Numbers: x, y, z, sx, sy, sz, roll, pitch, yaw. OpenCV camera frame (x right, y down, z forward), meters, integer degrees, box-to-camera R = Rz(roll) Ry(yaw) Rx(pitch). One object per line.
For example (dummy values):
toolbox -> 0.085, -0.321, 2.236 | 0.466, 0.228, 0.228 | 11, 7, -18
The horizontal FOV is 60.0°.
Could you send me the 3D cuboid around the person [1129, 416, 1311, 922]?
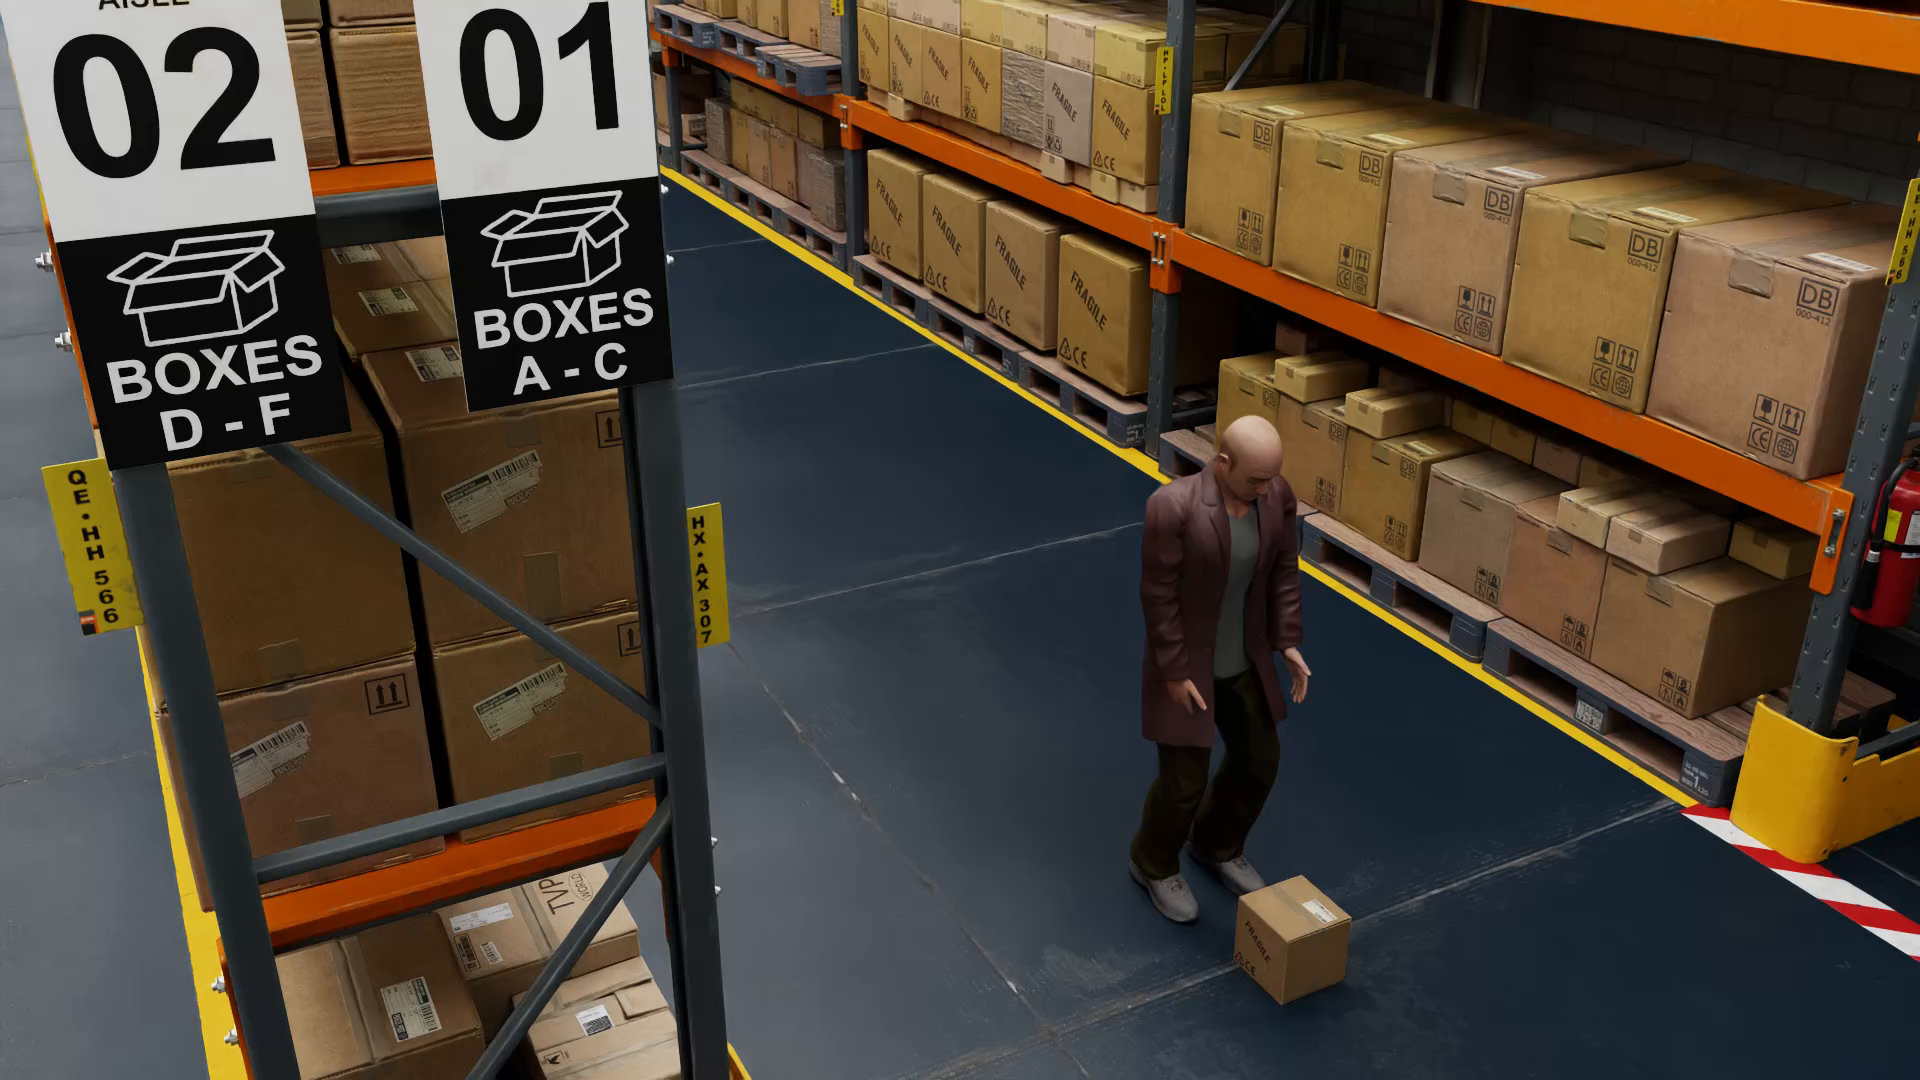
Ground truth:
person -> 0.834, 0.395, 5.348 | 0.587, 1.737, 0.416 | -12, 28, -24
